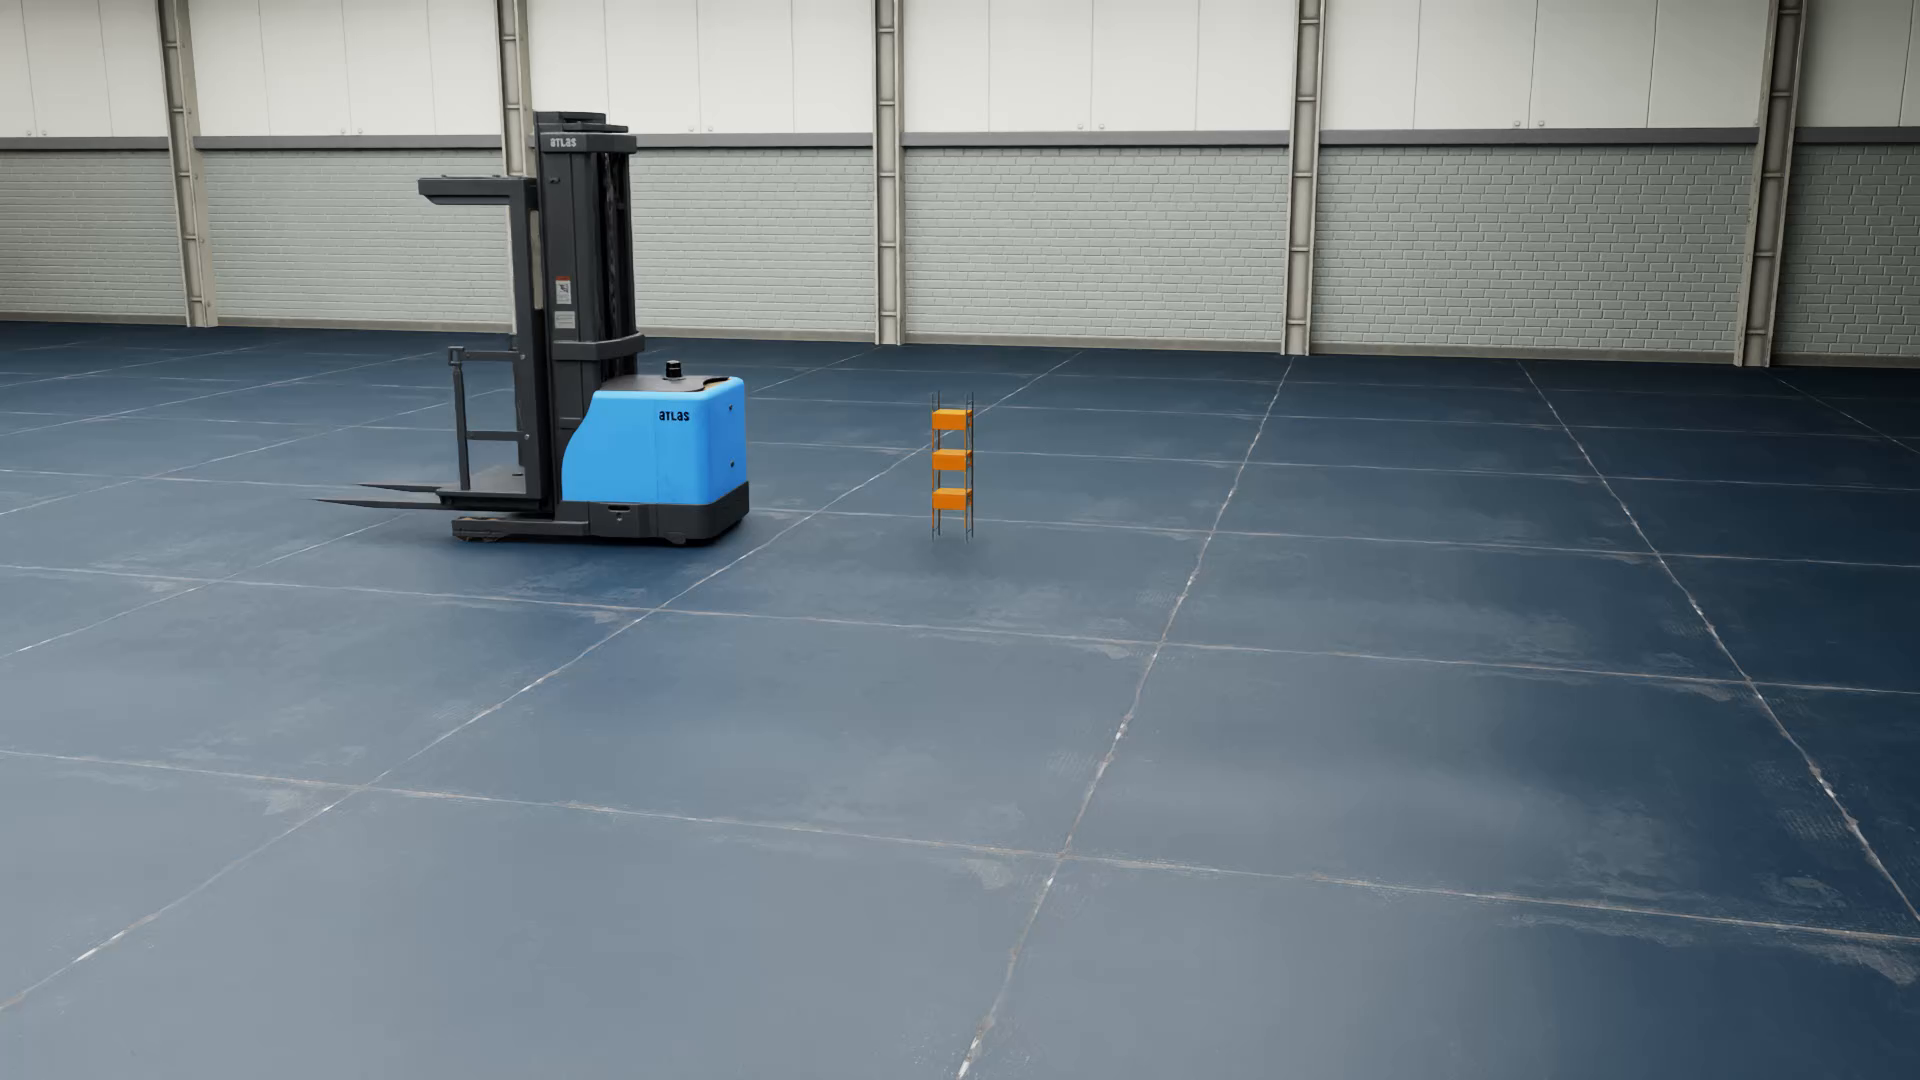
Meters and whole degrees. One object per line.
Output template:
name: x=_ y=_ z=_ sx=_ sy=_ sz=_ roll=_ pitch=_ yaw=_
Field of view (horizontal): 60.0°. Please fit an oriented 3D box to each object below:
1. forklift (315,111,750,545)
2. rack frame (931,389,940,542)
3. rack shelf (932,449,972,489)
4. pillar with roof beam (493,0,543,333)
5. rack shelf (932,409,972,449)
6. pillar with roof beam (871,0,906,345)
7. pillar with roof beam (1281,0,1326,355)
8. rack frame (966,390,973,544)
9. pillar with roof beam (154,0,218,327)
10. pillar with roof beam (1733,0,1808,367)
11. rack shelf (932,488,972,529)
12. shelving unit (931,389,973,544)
forklift: x=-3.124 y=-1.527 z=11.848 sx=3.031 sy=2.935 sz=1.130 roll=2 pitch=13 yaw=9
rack frame: x=-0.170 y=-0.522 z=11.661 sx=0.008 sy=1.050 sz=0.200 roll=3 pitch=13 yaw=14
rack shelf: x=-0.052 y=-0.505 z=11.635 sx=0.240 sy=0.259 sz=0.215 roll=3 pitch=13 yaw=14
pillar with roof beam: x=-7.905 y=-6.763 z=21.440 sx=0.400 sy=9.000 sz=9.100 roll=3 pitch=13 yaw=14
rack shelf: x=-0.052 y=-0.782 z=11.573 sx=0.240 sy=0.259 sz=0.215 roll=3 pitch=13 yaw=14
pillar with roof beam: x=-2.079 y=-6.451 z=20.036 sx=0.400 sy=9.000 sz=9.100 roll=3 pitch=13 yaw=14
pillar with roof beam: x=3.746 y=-6.140 z=18.633 sx=0.400 sy=9.000 sz=9.100 roll=3 pitch=13 yaw=14
rack frame: x=0.067 y=-0.509 z=11.604 sx=0.008 sy=1.050 sz=0.200 roll=3 pitch=13 yaw=14
pillar with roof beam: x=-13.730 y=-7.074 z=22.843 sx=0.400 sy=9.000 sz=9.100 roll=3 pitch=13 yaw=14
pillar with roof beam: x=9.571 y=-5.829 z=17.230 sx=0.400 sy=9.000 sz=9.100 roll=3 pitch=13 yaw=14
rack shelf: x=-0.052 y=-0.234 z=11.695 sx=0.240 sy=0.259 sz=0.215 roll=3 pitch=13 yaw=14
shelving unit: x=-0.052 y=-0.515 z=11.633 sx=0.252 sy=1.050 sz=0.215 roll=3 pitch=13 yaw=14
